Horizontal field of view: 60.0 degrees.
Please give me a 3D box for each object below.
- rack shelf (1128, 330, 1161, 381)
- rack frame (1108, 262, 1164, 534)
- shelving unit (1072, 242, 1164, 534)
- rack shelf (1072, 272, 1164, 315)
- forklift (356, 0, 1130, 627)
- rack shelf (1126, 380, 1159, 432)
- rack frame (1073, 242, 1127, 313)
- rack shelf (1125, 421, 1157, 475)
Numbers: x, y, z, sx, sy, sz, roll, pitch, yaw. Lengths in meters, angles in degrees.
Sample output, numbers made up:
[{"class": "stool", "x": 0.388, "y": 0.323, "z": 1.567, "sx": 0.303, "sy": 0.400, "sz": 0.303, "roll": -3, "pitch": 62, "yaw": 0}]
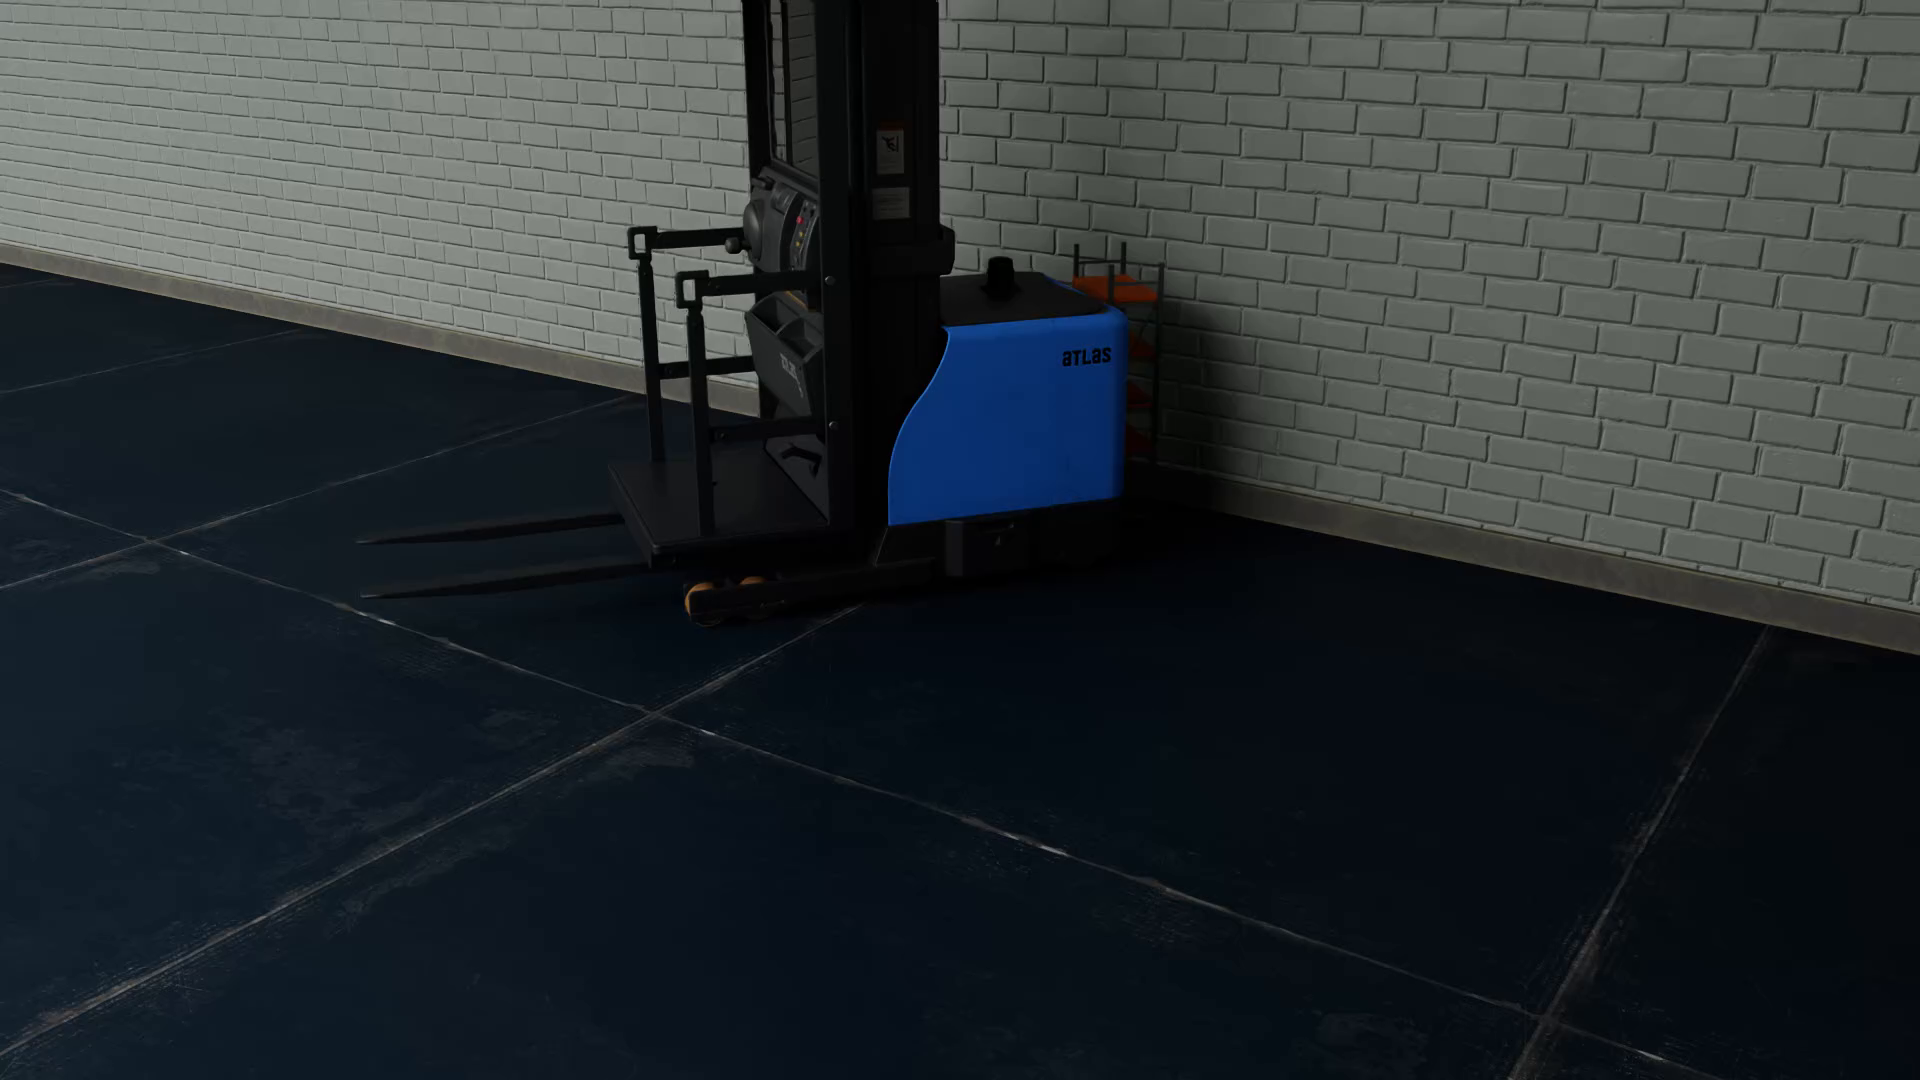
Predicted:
[{"class": "rack shelf", "x": 0.678, "y": -0.815, "z": 7.288, "sx": 0.258, "sy": 0.148, "sz": 0.480, "roll": -5, "pitch": 21, "yaw": -13}, {"class": "rack frame", "x": 0.734, "y": -0.586, "z": 7.120, "sx": 0.240, "sy": 1.200, "sz": 0.015, "roll": -5, "pitch": 21, "yaw": -13}, {"class": "shelving unit", "x": 0.677, "y": -0.668, "z": 7.342, "sx": 0.258, "sy": 1.200, "sz": 0.503, "roll": -5, "pitch": 21, "yaw": -13}, {"class": "rack shelf", "x": 0.678, "y": -1.037, "z": 7.206, "sx": 0.258, "sy": 0.148, "sz": 0.480, "roll": -5, "pitch": 21, "yaw": -13}, {"class": "forklift", "x": -0.879, "y": -1.249, "z": 6.417, "sx": 3.031, "sy": 2.935, "sz": 1.130, "roll": -7, "pitch": 22, "yaw": -19}, {"class": "rack shelf", "x": 0.677, "y": -0.605, "z": 7.366, "sx": 0.258, "sy": 0.148, "sz": 0.480, "roll": -5, "pitch": 21, "yaw": -13}, {"class": "rack frame", "x": 0.621, "y": -0.751, "z": 7.565, "sx": 0.240, "sy": 1.200, "sz": 0.015, "roll": -5, "pitch": 21, "yaw": -13}, {"class": "rack shelf", "x": 0.677, "y": -0.419, "z": 7.434, "sx": 0.258, "sy": 0.148, "sz": 0.480, "roll": -5, "pitch": 21, "yaw": -13}]
